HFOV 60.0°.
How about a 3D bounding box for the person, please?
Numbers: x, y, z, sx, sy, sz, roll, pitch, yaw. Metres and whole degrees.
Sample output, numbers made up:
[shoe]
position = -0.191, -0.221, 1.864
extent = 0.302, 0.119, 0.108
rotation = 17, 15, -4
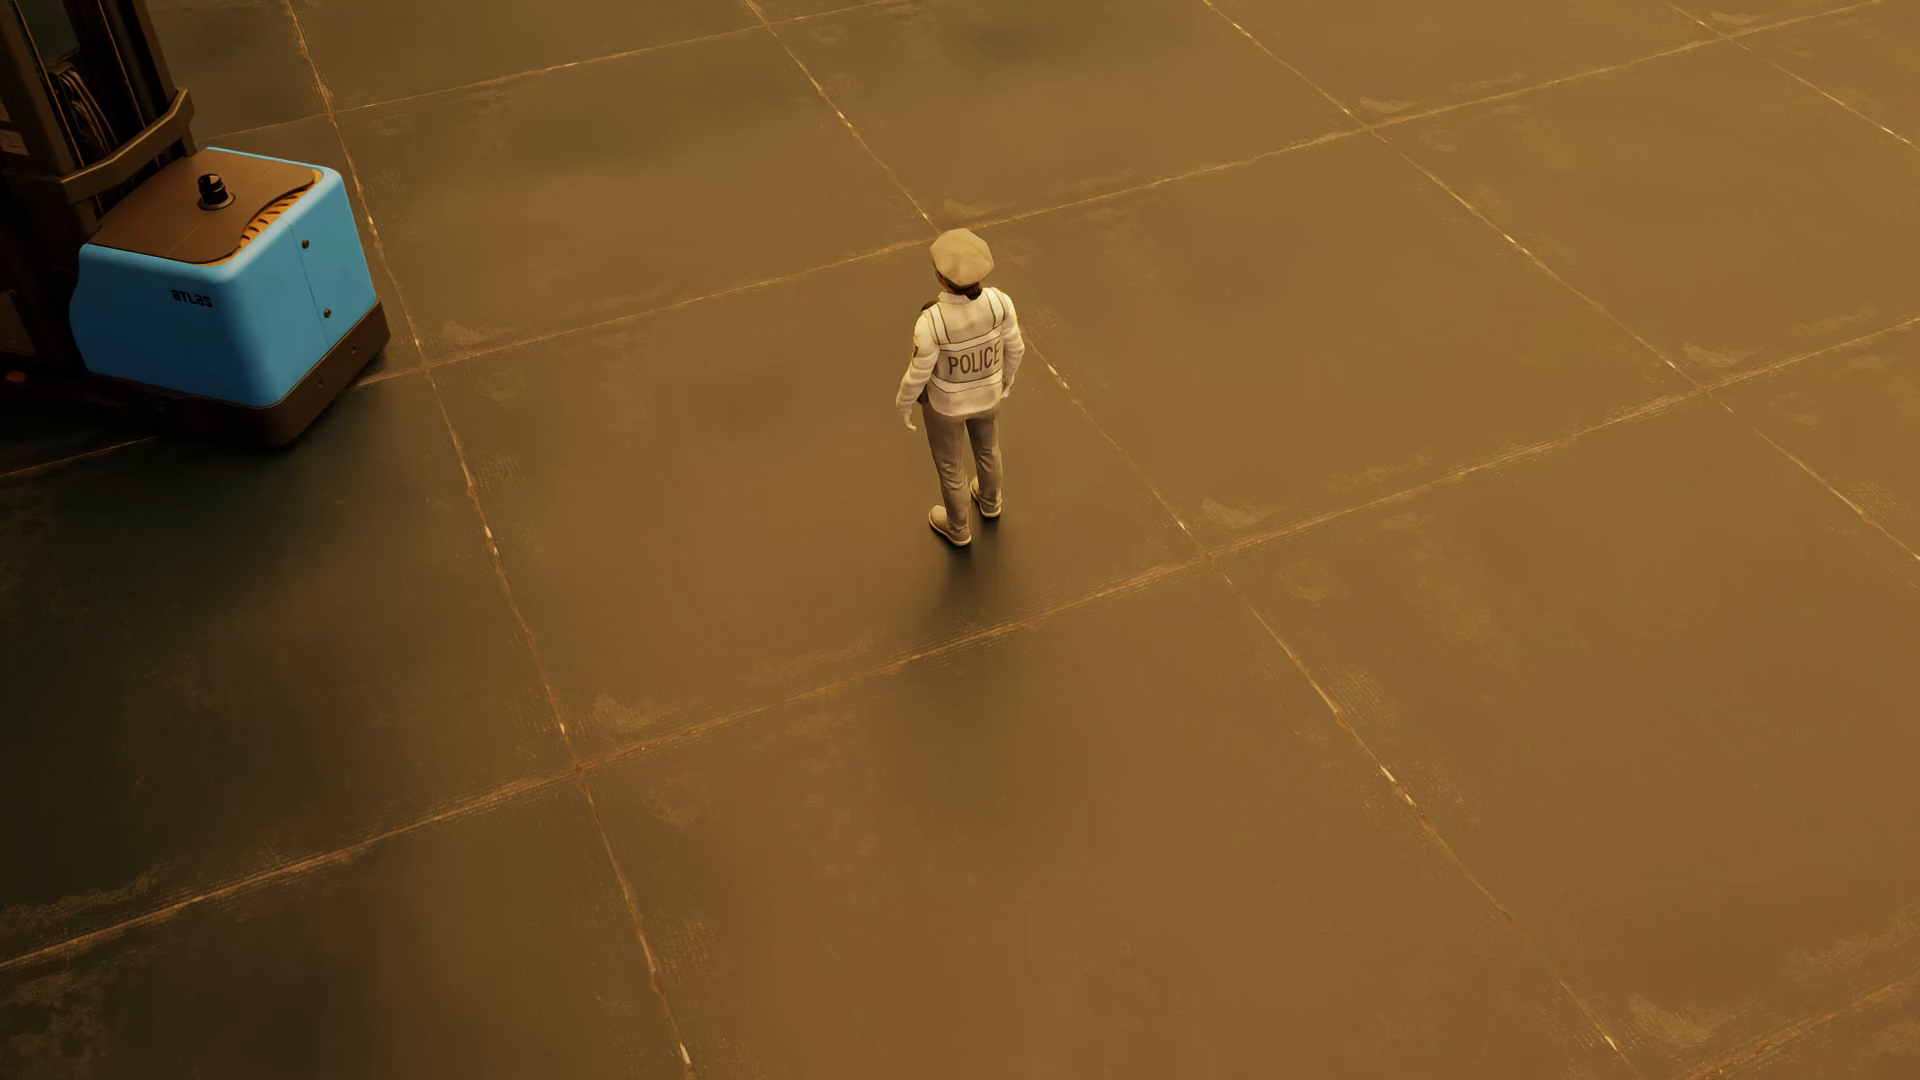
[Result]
[person]
position = -0.023, -0.669, 7.293
extent = 0.587, 1.695, 0.531
rotation = -18, 46, -18

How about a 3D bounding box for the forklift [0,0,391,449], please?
[forklift]
position = -4.617, -2.109, 7.941
extent = 3.031, 2.935, 1.130
rotation = 12, 44, 13
